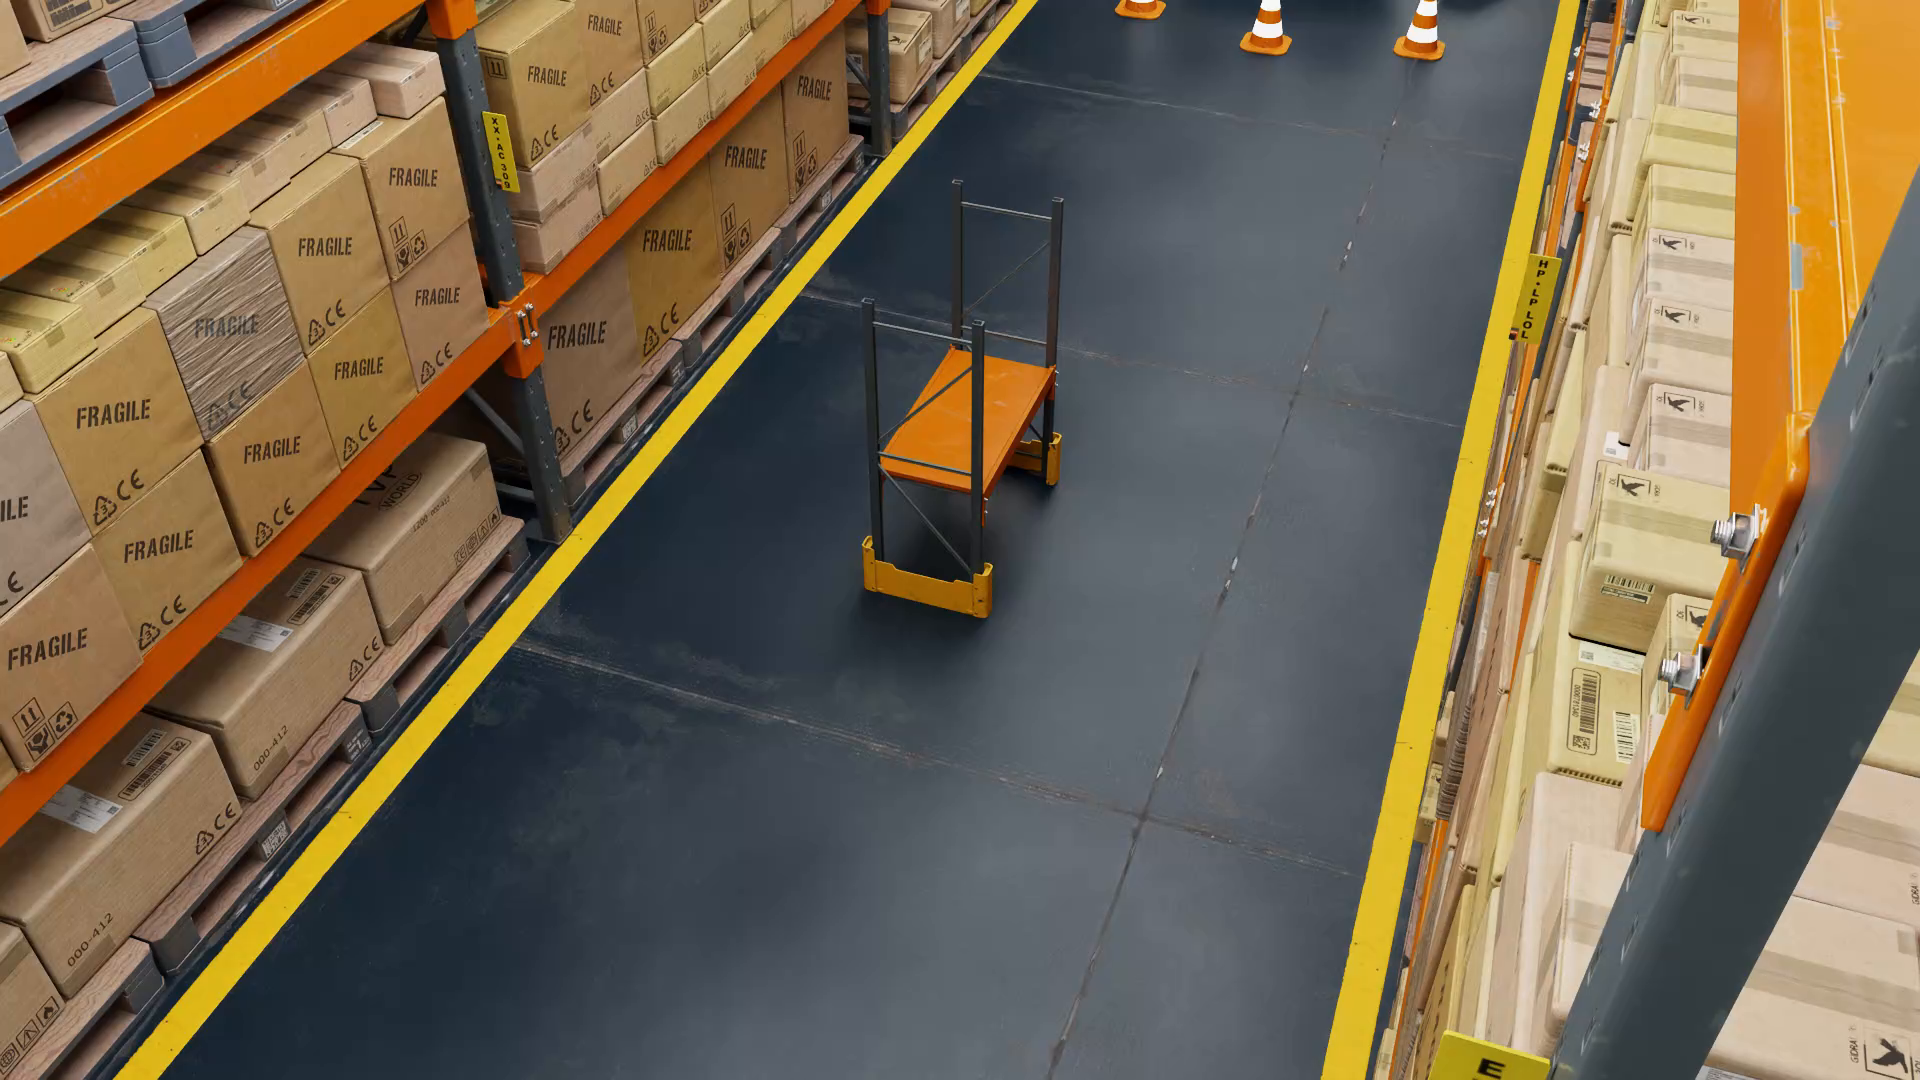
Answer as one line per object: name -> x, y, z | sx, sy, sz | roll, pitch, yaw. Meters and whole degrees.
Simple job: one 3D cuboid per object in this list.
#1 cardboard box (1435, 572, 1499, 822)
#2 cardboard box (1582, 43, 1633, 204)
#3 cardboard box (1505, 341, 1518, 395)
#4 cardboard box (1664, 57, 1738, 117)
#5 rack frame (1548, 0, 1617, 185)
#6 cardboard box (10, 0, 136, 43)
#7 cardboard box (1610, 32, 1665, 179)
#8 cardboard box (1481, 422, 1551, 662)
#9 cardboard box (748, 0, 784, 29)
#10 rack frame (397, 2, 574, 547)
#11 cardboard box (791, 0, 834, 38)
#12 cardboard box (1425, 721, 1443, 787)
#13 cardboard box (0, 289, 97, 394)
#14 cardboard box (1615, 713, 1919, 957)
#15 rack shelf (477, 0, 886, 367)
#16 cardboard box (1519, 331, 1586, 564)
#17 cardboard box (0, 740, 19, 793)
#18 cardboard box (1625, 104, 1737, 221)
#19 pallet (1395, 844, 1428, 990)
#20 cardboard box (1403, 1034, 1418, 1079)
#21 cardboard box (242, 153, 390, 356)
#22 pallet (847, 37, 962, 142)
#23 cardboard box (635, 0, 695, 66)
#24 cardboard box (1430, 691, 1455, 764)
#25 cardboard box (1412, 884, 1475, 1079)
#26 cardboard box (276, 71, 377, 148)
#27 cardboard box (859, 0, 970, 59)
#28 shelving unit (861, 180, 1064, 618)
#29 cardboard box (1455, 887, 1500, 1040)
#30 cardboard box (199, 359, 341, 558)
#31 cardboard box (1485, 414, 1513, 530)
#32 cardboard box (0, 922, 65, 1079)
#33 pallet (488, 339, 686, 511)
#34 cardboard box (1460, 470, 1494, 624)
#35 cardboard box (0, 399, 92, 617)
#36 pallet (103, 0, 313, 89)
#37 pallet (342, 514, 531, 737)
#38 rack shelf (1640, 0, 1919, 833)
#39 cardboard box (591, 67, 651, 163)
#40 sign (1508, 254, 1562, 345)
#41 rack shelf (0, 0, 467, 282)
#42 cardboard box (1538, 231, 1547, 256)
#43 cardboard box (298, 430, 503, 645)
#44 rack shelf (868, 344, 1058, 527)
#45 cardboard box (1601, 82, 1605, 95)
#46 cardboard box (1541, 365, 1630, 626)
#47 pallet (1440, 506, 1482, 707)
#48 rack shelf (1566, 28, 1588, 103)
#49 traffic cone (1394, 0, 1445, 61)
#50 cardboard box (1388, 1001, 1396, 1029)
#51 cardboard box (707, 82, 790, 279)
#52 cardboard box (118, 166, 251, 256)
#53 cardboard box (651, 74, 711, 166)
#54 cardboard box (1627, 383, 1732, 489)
cardboard box -> 1.620, 0.477, 4.527 | 0.500, 0.500, 0.500 | 12, 42, 14
cardboard box -> 1.988, -1.080, 4.463 | 0.500, 0.250, 0.500 | 15, 43, 17
cardboard box -> 2.941, -0.872, 8.017 | 0.500, 0.500, 0.500 | 12, 42, 14
cardboard box -> 1.710, -0.887, 3.545 | 0.380, 0.149, 0.250 | 12, 42, 14
rack frame -> 3.762, -2.660, 8.510 | 1.000, 3.000, 0.127 | 13, 42, 15
cardboard box -> -2.723, -1.806, 4.718 | 0.797, 0.503, 0.637 | 16, 43, 18
cardboard box -> 1.829, -0.951, 3.927 | 0.500, 0.250, 0.500 | 13, 42, 15
cardboard box -> 1.647, 0.089, 4.211 | 0.500, 0.500, 0.500 | 14, 42, 16
cardboard box -> -1.178, -2.848, 8.461 | 0.500, 0.250, 0.500 | 12, 42, 14
rack frame -> -2.292, -1.257, 6.866 | 1.000, 3.000, 0.127 | 13, 42, 15
cardboard box -> -1.013, -2.959, 8.976 | 0.500, 0.250, 0.500 | 14, 42, 16
cardboard box -> 1.968, 0.855, 6.263 | 0.380, 0.149, 0.250 | 12, 42, 13
cardboard box -> -2.708, -0.574, 4.718 | 0.380, 0.149, 0.250 | 12, 42, 14
cardboard box -> 1.020, 0.392, 2.045 | 0.380, 0.149, 0.250 | 14, 42, 16
rack shelf -> -1.608, -2.203, 8.529 | 1.077, 0.370, 4.000 | 13, 42, 15
cardboard box -> 1.447, -0.142, 3.363 | 0.500, 0.250, 0.500 | 15, 43, 17
cardboard box -> -3.079, 0.601, 4.611 | 0.500, 0.500, 0.500 | 13, 42, 14
cardboard box -> 1.573, -0.731, 3.362 | 0.380, 0.149, 0.250 | 15, 43, 17
pallet -> 2.198, 1.258, 6.066 | 1.003, 0.211, 1.213 | 13, 42, 15
cardboard box -> 1.119, 1.424, 3.417 | 0.500, 0.500, 0.500 | 13, 42, 14
cardboard box -> -2.375, -1.019, 5.739 | 0.500, 0.500, 0.500 | 13, 42, 14
pallet -> -0.655, -3.112, 11.189 | 1.003, 0.211, 1.213 | 13, 42, 15
cardboard box -> -1.549, -2.502, 7.478 | 0.500, 0.500, 0.500 | 12, 42, 14
cardboard box -> 1.970, 0.742, 6.167 | 0.380, 0.149, 0.250 | 15, 43, 17
cardboard box -> 1.123, 1.045, 3.092 | 0.500, 0.500, 0.500 | 12, 42, 14
cardboard box -> -2.290, -1.527, 5.835 | 0.380, 0.149, 0.250 | 14, 43, 16
cardboard box -> -0.477, -3.651, 11.373 | 0.950, 0.372, 0.625 | 13, 42, 14
shelving unit -> 0.026, -0.617, 7.271 | 0.587, 1.500, 1.083 | 13, 42, 15
cardboard box -> 0.934, 0.799, 2.260 | 0.500, 0.250, 0.500 | 12, 42, 14
cardboard box -> -2.539, -0.331, 5.703 | 0.500, 0.500, 0.500 | 13, 42, 14
cardboard box -> 2.412, -0.225, 6.680 | 0.500, 0.250, 0.500 | 12, 42, 14
cardboard box -> -3.528, 1.573, 5.200 | 0.875, 0.438, 0.875 | 12, 42, 14
pallet -> -2.099, -0.684, 8.342 | 1.003, 0.211, 1.213 | 13, 42, 15
cardboard box -> 2.411, 0.064, 6.920 | 0.500, 0.500, 0.500 | 13, 42, 14
cardboard box -> -2.889, -0.098, 4.660 | 0.500, 0.500, 0.500 | 13, 42, 15
pallet -> -2.581, -1.868, 5.339 | 1.003, 0.211, 1.213 | 13, 42, 15
pallet -> -2.625, 0.250, 7.248 | 1.003, 0.211, 1.213 | 13, 42, 15
rack shelf -> 1.711, -1.008, 2.508 | 1.077, 0.370, 4.000 | 13, 42, 15
cardboard box -> -1.724, -1.920, 7.374 | 0.500, 0.250, 0.500 | 14, 42, 16
sign -> 1.872, -0.782, 5.417 | 0.100, 0.325, 0.005 | 13, 42, 15
rack shelf -> -2.976, -0.905, 4.696 | 1.077, 0.370, 4.000 | 13, 42, 15
cardboard box -> 2.944, -1.179, 7.799 | 0.500, 0.250, 0.500 | 14, 42, 15
cardboard box -> -2.607, -0.083, 7.140 | 0.875, 0.438, 0.875 | 13, 42, 14
rack shelf -> 0.029, -0.486, 7.395 | 0.538, 0.185, 1.000 | 13, 42, 15
cardboard box -> 3.236, -2.168, 7.803 | 0.380, 0.149, 0.250 | 15, 43, 17
cardboard box -> 1.296, -0.016, 2.831 | 0.500, 0.250, 0.500 | 14, 42, 16
pallet -> 2.659, 0.366, 7.113 | 1.003, 0.211, 1.213 | 13, 42, 15
rack shelf -> 4.446, -3.606, 10.173 | 1.077, 0.370, 4.000 | 13, 42, 15
traffic cone -> 3.253, -3.652, 11.627 | 0.336, 0.463, 0.334 | 13, 42, 15
cardboard box -> 1.563, 1.656, 5.325 | 0.380, 0.149, 0.250 | 12, 42, 14
cardboard box -> -1.547, -2.102, 9.170 | 0.875, 0.875, 0.875 | 14, 42, 16
cardboard box -> -2.506, -1.058, 5.286 | 0.380, 0.149, 0.250 | 13, 42, 15
cardboard box -> -1.527, -2.035, 7.893 | 0.500, 0.250, 0.500 | 13, 42, 15
cardboard box -> 1.260, -0.086, 2.606 | 0.380, 0.149, 0.250 | 12, 42, 14
